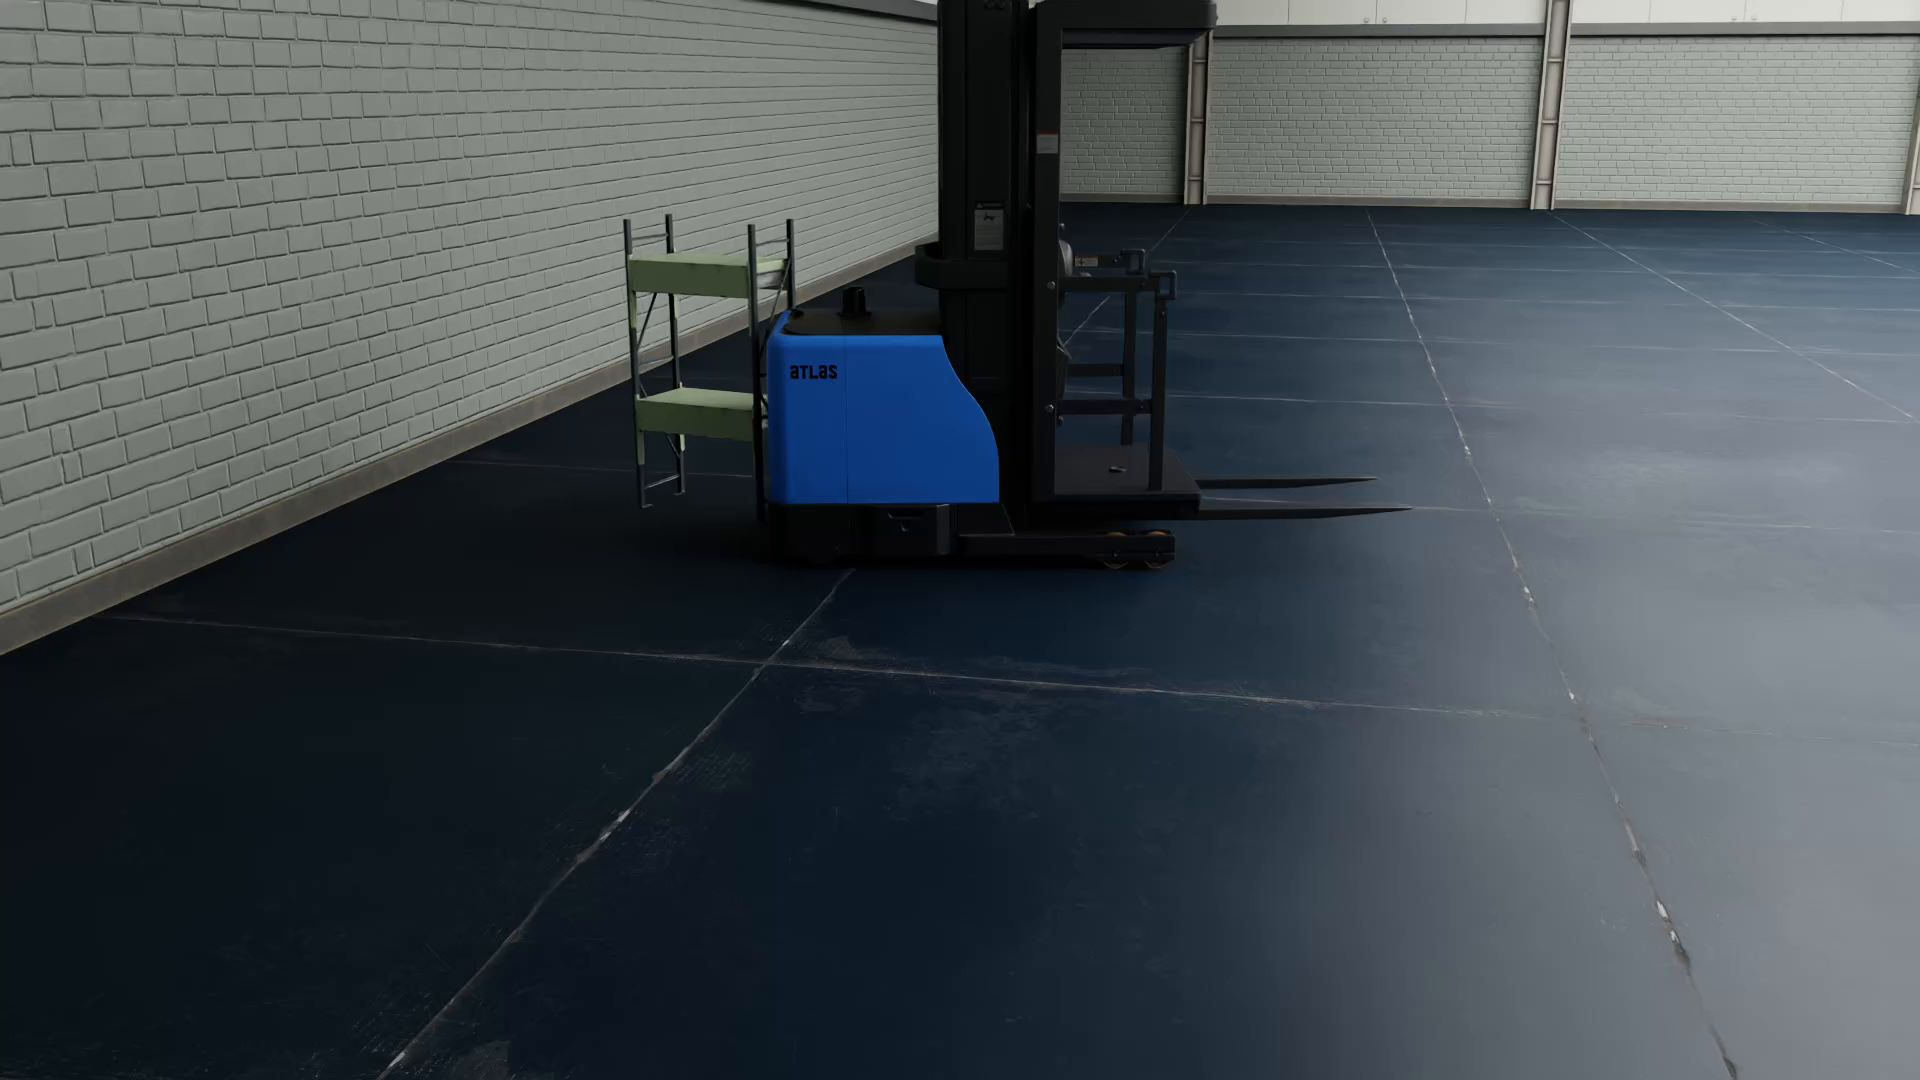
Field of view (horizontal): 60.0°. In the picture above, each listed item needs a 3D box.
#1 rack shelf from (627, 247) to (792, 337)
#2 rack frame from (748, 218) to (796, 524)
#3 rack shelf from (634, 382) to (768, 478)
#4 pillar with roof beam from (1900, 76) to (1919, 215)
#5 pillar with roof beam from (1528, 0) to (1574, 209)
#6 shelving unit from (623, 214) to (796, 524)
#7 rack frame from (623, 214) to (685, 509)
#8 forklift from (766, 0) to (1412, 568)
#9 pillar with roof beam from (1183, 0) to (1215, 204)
[{"bbox_3d":[-1.267,-1.270,8.466,0.720,0.370,0.431,7,17,24],"label":"rack shelf"},{"bbox_3d":[-0.935,-0.852,8.421,0.023,1.500,0.400,7,17,24],"label":"rack frame"},{"bbox_3d":[-1.267,-0.579,8.657,0.720,0.370,0.431,7,17,24],"label":"rack shelf"},{"bbox_3d":[15.173,-8.683,22.643,0.400,9.000,9.100,3,16,11],"label":"pillar with roof beam"},{"bbox_3d":[9.293,-9.002,23.796,0.400,9.000,9.100,3,16,11],"label":"pillar with roof beam"},{"bbox_3d":[-1.267,-0.893,8.570,0.755,1.500,0.431,7,17,24],"label":"shelving unit"},{"bbox_3d":[-1.598,-0.935,8.719,0.023,1.500,0.400,7,17,24],"label":"rack frame"},{"bbox_3d":[0.614,-1.424,7.805,3.031,2.935,1.130,-1,15,-2],"label":"forklift"},{"bbox_3d":[3.414,-9.321,24.948,0.400,9.000,9.100,3,16,11],"label":"pillar with roof beam"}]
